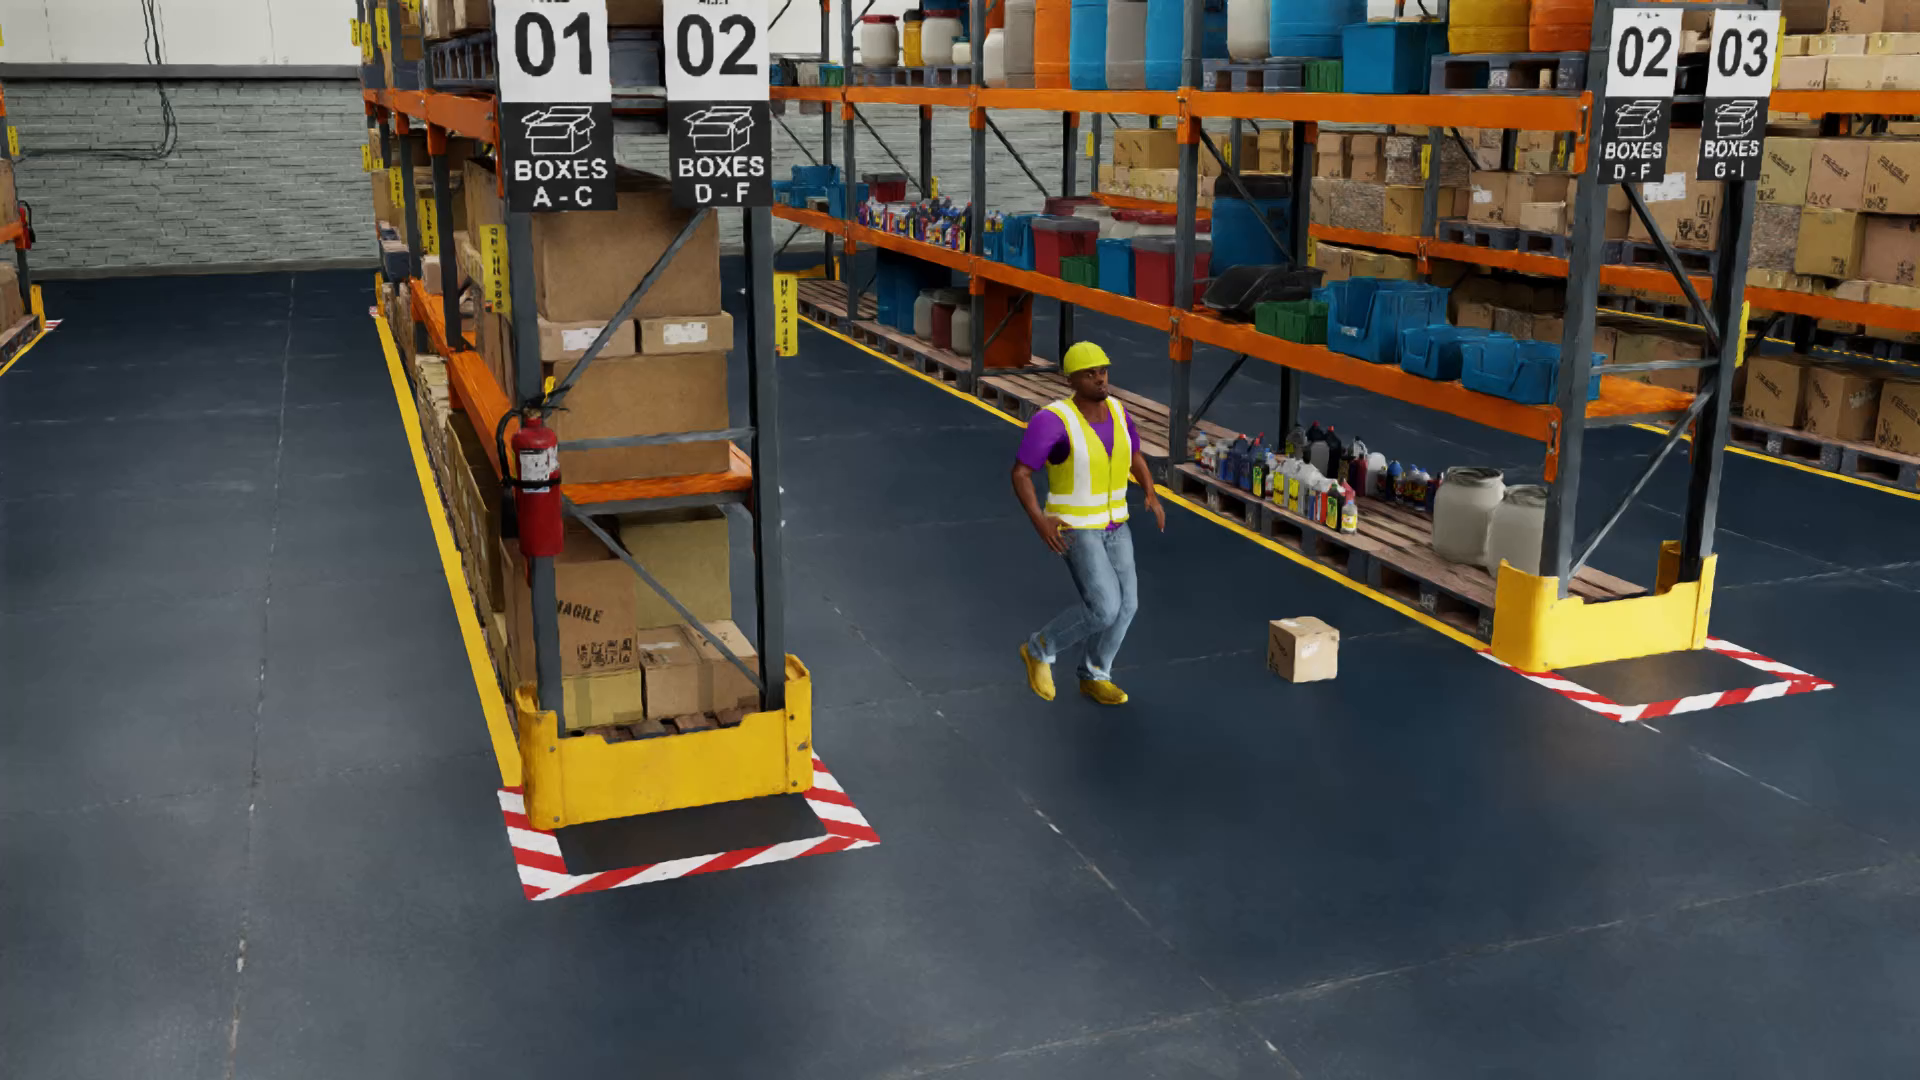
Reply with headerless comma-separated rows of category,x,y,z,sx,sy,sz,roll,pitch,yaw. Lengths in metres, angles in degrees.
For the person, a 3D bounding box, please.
person,0.642,-0.068,7.786,0.749,1.729,0.507,-15,21,-42
